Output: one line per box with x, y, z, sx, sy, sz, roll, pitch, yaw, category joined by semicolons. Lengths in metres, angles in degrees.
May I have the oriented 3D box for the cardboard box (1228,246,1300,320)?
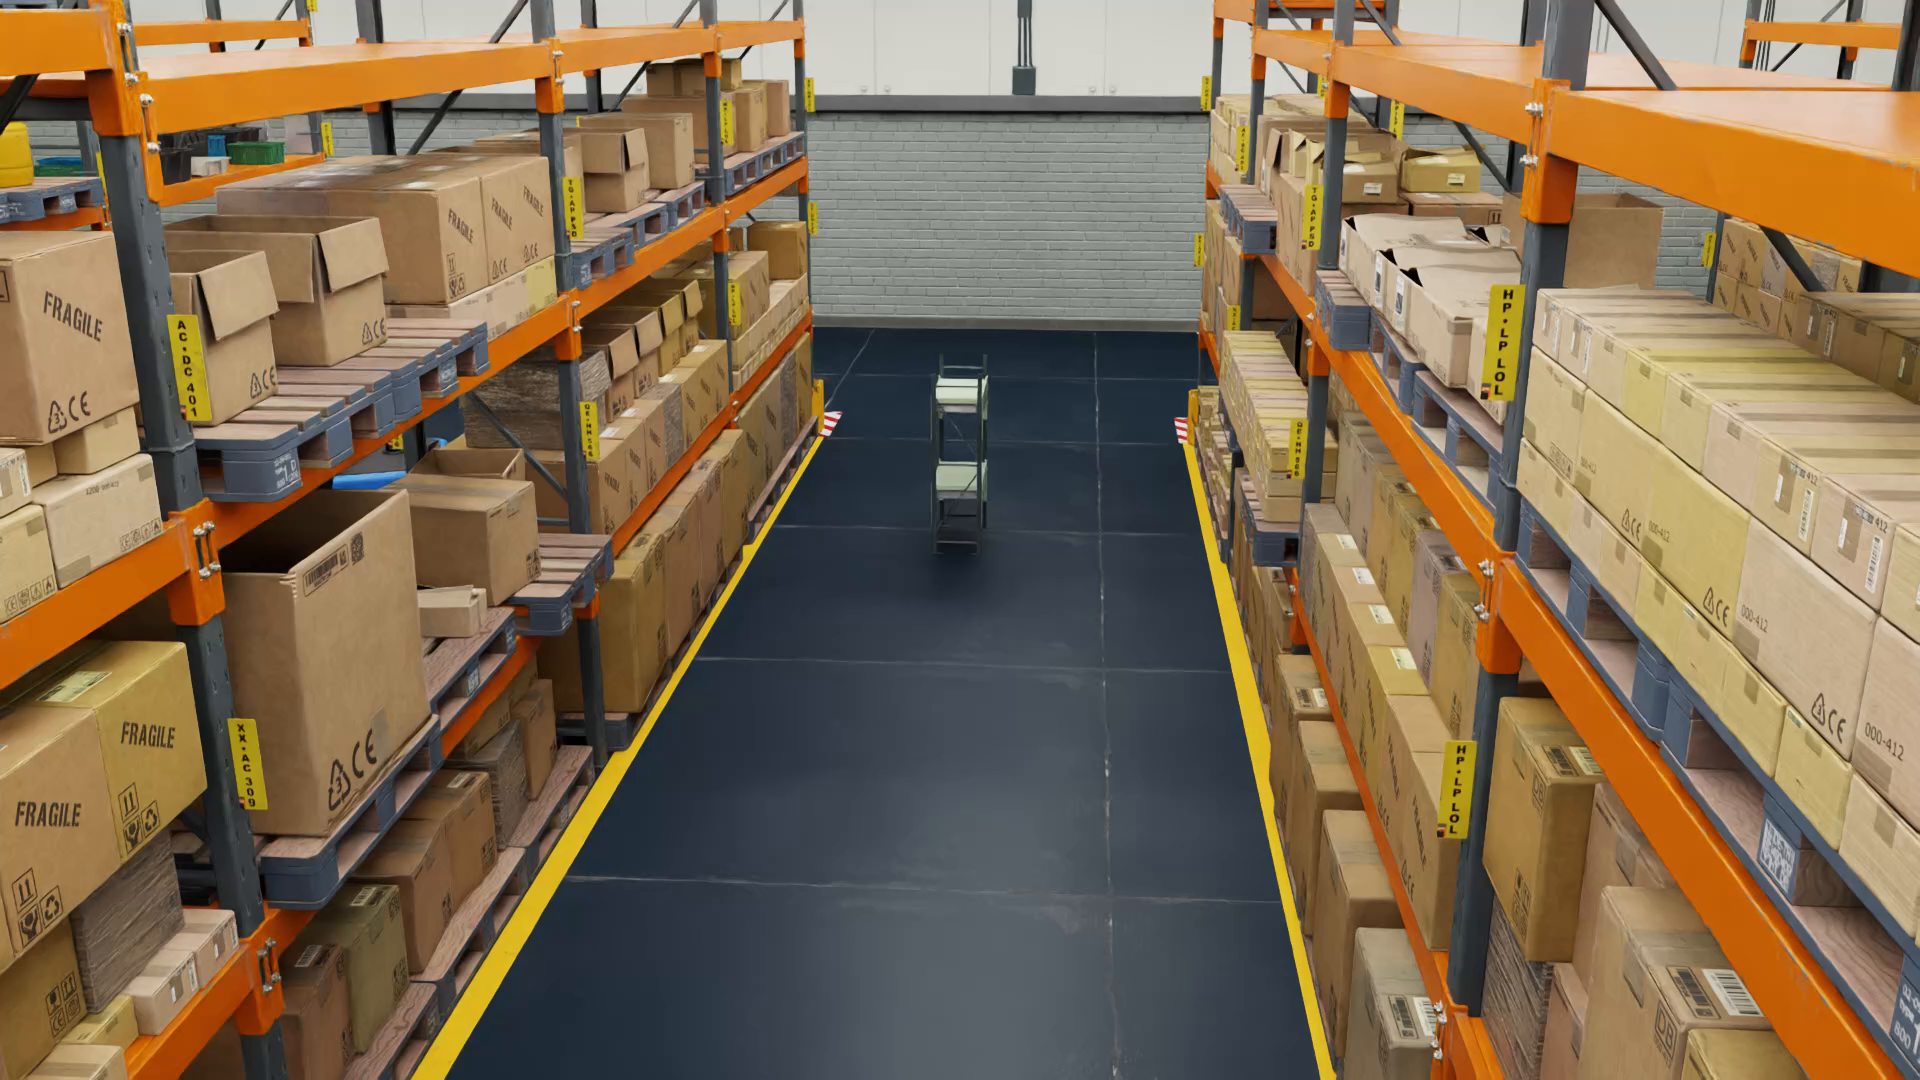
2.392;-2.019;13.024;0.500;0.500;0.500;1;18;2;cardboard box

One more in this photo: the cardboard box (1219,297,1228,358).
2.419;-1.710;13.685;0.500;0.500;0.500;1;18;2;cardboard box

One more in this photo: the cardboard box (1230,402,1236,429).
2.068;-0.850;11.430;0.380;0.149;0.250;0;18;1;cardboard box

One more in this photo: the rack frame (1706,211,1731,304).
7.859;-2.366;16.327;1.000;3.000;0.127;1;18;4;rack frame

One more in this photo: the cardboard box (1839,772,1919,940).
1.545;0.465;2.437;0.380;0.149;0.250;1;18;4;cardboard box

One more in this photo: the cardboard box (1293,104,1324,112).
3.052;-3.639;14.193;0.380;0.149;0.250;1;18;2;cardboard box

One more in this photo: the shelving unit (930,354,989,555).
0.000;-0.711;13.683;0.431;1.500;0.755;1;18;4;shelving unit

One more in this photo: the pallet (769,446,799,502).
-2.094;-0.634;15.520;1.003;0.211;1.213;1;18;4;pallet

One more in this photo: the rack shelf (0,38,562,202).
-2.742;-1.801;6.764;1.077;0.370;4.000;1;18;4;rack shelf

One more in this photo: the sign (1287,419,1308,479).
1.799;-0.482;8.846;0.100;0.325;0.005;1;18;4;sign

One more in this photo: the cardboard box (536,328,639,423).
-2.481;-1.056;10.557;0.797;0.503;0.637;2;18;5;cardboard box

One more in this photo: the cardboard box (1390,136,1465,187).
2.661;-2.157;9.482;0.396;0.266;0.258;1;18;4;cardboard box

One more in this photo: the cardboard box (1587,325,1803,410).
1.654;-0.387;3.758;0.380;0.149;0.250;1;18;3;cardboard box

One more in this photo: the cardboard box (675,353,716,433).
-2.115;-1.088;12.265;0.500;0.500;0.500;2;18;6;cardboard box

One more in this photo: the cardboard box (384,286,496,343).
-2.449;-0.994;7.562;0.500;0.250;0.500;2;18;5;cardboard box

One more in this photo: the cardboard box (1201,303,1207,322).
2.565;-2.233;16.323;0.380;0.149;0.250;1;18;3;cardboard box

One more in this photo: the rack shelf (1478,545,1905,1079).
1.911;0.819;2.944;1.077;0.370;4.000;1;18;4;rack shelf

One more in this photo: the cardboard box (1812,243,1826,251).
7.435;-2.530;14.019;0.380;0.149;0.250;1;18;4;cardboard box

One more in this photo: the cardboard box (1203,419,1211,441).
2.489;-1.035;15.692;0.380;0.149;0.250;2;18;6;cardboard box

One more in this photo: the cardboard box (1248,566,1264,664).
2.190;0.492;10.945;0.500;0.500;0.500;0;18;1;cardboard box

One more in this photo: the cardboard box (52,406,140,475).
-2.620;-0.297;4.795;0.380;0.149;0.250;2;18;6;cardboard box

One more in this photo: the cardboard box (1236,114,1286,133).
2.362;-3.247;12.994;0.380;0.149;0.250;1;18;4;cardboard box

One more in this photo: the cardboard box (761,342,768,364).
-1.887;-1.635;14.498;0.380;0.149;0.250;1;18;3;cardboard box

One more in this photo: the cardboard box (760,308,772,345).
-1.945;-1.871;14.578;0.500;0.250;0.500;2;18;5;cardboard box

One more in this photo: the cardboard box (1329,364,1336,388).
2.715;-1.115;11.283;0.380;0.149;0.250;1;18;2;cardboard box

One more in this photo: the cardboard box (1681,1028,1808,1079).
1.864;1.314;3.121;0.875;0.550;0.500;1;18;4;cardboard box

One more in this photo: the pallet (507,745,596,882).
-2.656;1.465;9.113;1.003;0.211;1.213;1;18;4;pallet

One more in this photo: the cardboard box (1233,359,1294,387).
2.068;-1.131;11.330;0.380;0.149;0.250;1;18;3;cardboard box

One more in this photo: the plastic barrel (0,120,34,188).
-7.115;-2.882;12.108;0.600;0.588;0.600;0;18;0;plastic barrel

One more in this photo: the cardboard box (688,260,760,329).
-1.979;-2.067;13.974;0.500;0.500;0.500;1;18;4;cardboard box

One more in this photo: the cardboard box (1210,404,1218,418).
2.558;-1.175;15.641;0.380;0.149;0.250;0;18;1;cardboard box

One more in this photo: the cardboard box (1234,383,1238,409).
2.071;-0.987;11.370;0.380;0.149;0.250;2;18;6;cardboard box

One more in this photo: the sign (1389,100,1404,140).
3.182;-3.050;12.134;0.100;0.325;0.005;1;18;4;sign

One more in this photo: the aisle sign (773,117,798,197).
-1.721;-3.838;16.645;0.394;0.787;0.004;1;18;4;aisle sign

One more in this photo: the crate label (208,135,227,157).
-7.354;-3.773;16.043;0.408;0.251;0.502;1;18;4;crate label

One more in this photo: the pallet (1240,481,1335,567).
2.286;-0.093;9.698;1.213;0.211;1.003;1;18;4;pallet

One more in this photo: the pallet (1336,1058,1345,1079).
2.035;2.365;6.365;1.003;0.211;1.213;1;18;4;pallet

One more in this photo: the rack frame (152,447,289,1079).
-2.885;1.139;5.628;1.000;3.000;0.127;1;18;4;rack frame

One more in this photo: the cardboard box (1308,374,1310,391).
2.797;-1.155;12.361;0.380;0.149;0.250;1;18;3;cardboard box

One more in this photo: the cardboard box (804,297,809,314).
-1.722;-2.350;16.681;0.380;0.149;0.250;2;18;5;cardboard box

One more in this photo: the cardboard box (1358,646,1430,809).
1.898;0.752;6.650;0.500;0.500;0.500;1;18;4;cardboard box

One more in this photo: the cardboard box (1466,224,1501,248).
2.566;-1.260;7.441;0.500;0.311;0.500;1;18;4;cardboard box

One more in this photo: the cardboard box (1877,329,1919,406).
2.310;-0.373;3.716;0.380;0.149;0.250;1;18;4;cardboard box

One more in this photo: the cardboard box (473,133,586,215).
-2.653;-2.236;10.279;0.500;0.500;0.500;2;18;7;cardboard box

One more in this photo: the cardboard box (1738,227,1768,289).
7.511;-2.586;15.230;0.500;0.500;0.500;1;18;2;cardboard box

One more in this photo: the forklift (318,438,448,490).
-5.284;-0.901;11.965;3.031;2.935;1.130;-5;19;-16;forklift

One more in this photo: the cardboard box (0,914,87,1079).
-3.050;1.243;4.672;0.875;0.500;0.500;1;18;4;cardboard box

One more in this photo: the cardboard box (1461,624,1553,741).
2.084;0.605;5.494;0.700;0.500;0.500;1;18;3;cardboard box

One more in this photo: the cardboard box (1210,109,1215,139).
2.624;-3.903;15.639;0.500;0.250;0.500;2;18;5;cardboard box

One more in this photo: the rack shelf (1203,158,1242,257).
2.772;-2.908;14.318;1.077;0.370;4.000;1;18;4;rack shelf

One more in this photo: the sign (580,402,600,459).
-2.057;-0.606;9.224;0.100;0.325;0.005;1;18;4;sign

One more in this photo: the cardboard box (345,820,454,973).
-2.727;1.607;7.511;0.700;0.500;0.500;0;18;-1;cardboard box

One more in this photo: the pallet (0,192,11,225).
-7.289;-2.193;11.286;1.003;0.211;1.213;1;18;4;pallet

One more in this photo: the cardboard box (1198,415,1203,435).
2.558;-1.135;16.472;0.380;0.149;0.250;2;18;5;cardboard box

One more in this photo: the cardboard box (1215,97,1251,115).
2.536;-3.970;15.201;0.380;0.149;0.250;1;18;4;cardboard box

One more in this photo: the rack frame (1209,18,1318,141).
2.915;-5.296;15.634;1.000;3.000;0.127;1;18;4;rack frame
